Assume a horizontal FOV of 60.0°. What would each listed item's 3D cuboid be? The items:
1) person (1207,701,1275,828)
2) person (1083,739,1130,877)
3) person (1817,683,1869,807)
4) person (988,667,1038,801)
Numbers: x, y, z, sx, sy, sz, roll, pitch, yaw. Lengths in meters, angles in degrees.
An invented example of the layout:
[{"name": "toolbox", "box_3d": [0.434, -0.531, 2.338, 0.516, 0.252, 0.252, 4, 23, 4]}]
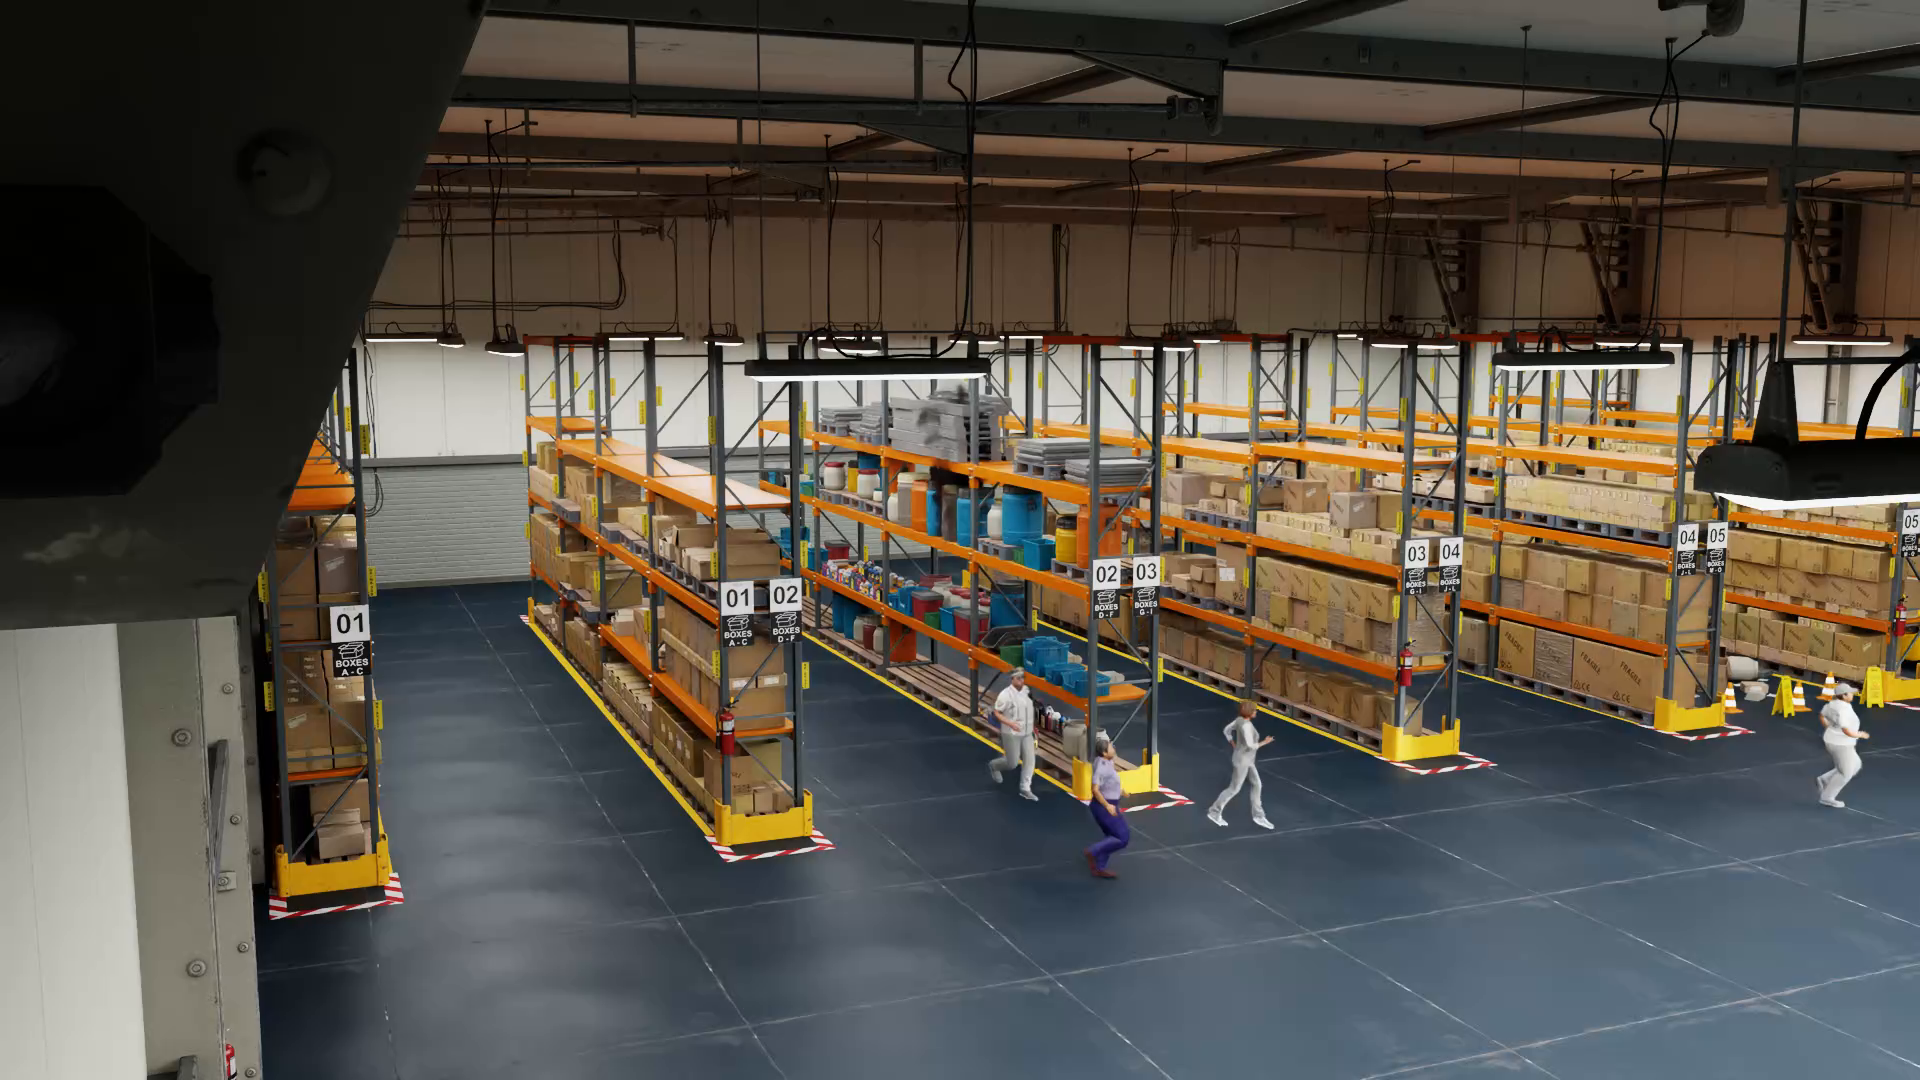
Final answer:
[{"name": "person", "box_3d": [3.490, 2.784, 20.600, 0.821, 1.619, 0.526, 1, 8, 8]}, {"name": "person", "box_3d": [1.663, 3.048, 18.861, 0.547, 1.603, 0.607, 0, 8, -2]}, {"name": "person", "box_3d": [11.508, 2.662, 21.634, 0.537, 1.628, 0.599, 2, 8, 13]}, {"name": "person", "box_3d": [0.738, 2.539, 22.128, 0.664, 1.769, 0.863, -6, 9, -37]}]
